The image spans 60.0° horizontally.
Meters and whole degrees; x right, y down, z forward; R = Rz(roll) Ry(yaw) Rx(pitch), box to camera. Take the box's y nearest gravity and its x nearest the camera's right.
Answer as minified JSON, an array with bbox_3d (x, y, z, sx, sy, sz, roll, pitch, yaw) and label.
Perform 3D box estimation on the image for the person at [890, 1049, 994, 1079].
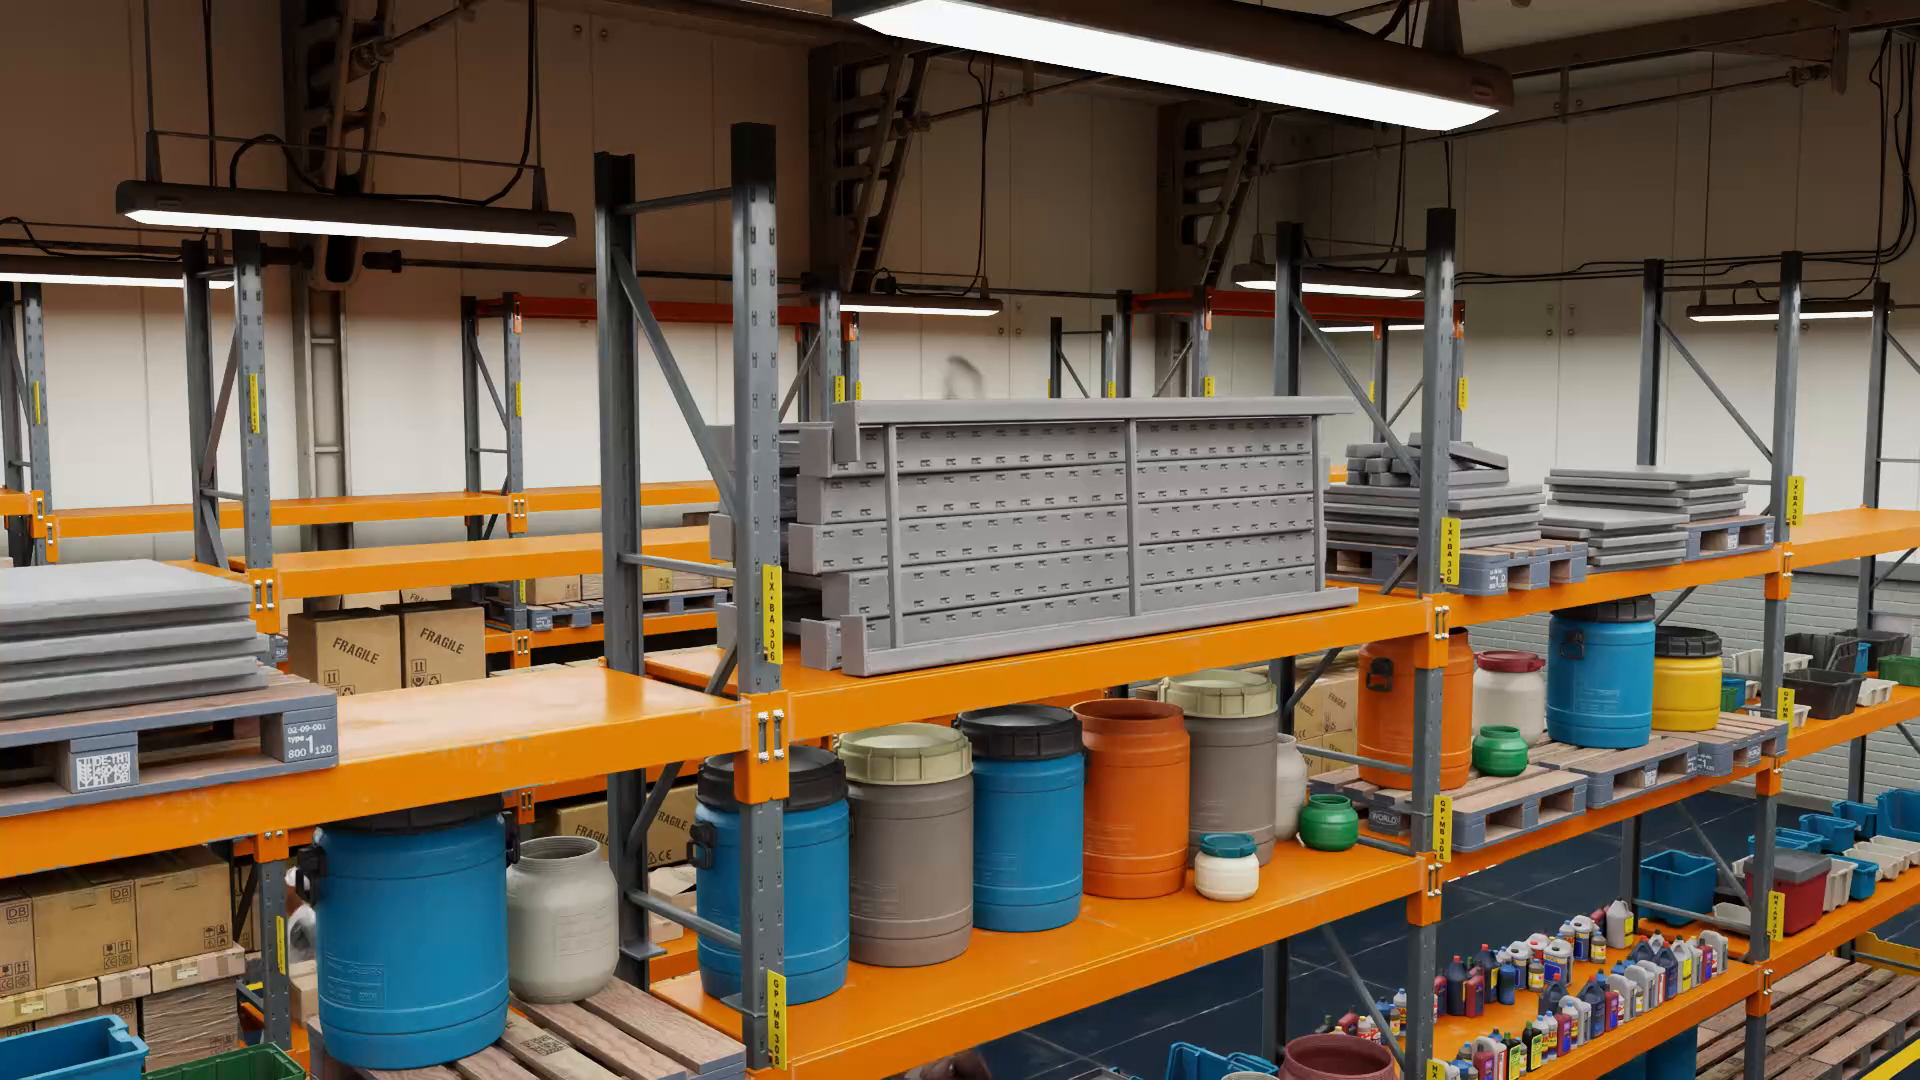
[{"bbox_3d":[-0.150,3.416,9.327,0.711,1.764,0.923,5,7,43],"label":"person"}]

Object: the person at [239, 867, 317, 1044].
[{"bbox_3d":[-4.735,3.184,11.800,0.615,1.738,0.652,-5,7,-43],"label":"person"}]
